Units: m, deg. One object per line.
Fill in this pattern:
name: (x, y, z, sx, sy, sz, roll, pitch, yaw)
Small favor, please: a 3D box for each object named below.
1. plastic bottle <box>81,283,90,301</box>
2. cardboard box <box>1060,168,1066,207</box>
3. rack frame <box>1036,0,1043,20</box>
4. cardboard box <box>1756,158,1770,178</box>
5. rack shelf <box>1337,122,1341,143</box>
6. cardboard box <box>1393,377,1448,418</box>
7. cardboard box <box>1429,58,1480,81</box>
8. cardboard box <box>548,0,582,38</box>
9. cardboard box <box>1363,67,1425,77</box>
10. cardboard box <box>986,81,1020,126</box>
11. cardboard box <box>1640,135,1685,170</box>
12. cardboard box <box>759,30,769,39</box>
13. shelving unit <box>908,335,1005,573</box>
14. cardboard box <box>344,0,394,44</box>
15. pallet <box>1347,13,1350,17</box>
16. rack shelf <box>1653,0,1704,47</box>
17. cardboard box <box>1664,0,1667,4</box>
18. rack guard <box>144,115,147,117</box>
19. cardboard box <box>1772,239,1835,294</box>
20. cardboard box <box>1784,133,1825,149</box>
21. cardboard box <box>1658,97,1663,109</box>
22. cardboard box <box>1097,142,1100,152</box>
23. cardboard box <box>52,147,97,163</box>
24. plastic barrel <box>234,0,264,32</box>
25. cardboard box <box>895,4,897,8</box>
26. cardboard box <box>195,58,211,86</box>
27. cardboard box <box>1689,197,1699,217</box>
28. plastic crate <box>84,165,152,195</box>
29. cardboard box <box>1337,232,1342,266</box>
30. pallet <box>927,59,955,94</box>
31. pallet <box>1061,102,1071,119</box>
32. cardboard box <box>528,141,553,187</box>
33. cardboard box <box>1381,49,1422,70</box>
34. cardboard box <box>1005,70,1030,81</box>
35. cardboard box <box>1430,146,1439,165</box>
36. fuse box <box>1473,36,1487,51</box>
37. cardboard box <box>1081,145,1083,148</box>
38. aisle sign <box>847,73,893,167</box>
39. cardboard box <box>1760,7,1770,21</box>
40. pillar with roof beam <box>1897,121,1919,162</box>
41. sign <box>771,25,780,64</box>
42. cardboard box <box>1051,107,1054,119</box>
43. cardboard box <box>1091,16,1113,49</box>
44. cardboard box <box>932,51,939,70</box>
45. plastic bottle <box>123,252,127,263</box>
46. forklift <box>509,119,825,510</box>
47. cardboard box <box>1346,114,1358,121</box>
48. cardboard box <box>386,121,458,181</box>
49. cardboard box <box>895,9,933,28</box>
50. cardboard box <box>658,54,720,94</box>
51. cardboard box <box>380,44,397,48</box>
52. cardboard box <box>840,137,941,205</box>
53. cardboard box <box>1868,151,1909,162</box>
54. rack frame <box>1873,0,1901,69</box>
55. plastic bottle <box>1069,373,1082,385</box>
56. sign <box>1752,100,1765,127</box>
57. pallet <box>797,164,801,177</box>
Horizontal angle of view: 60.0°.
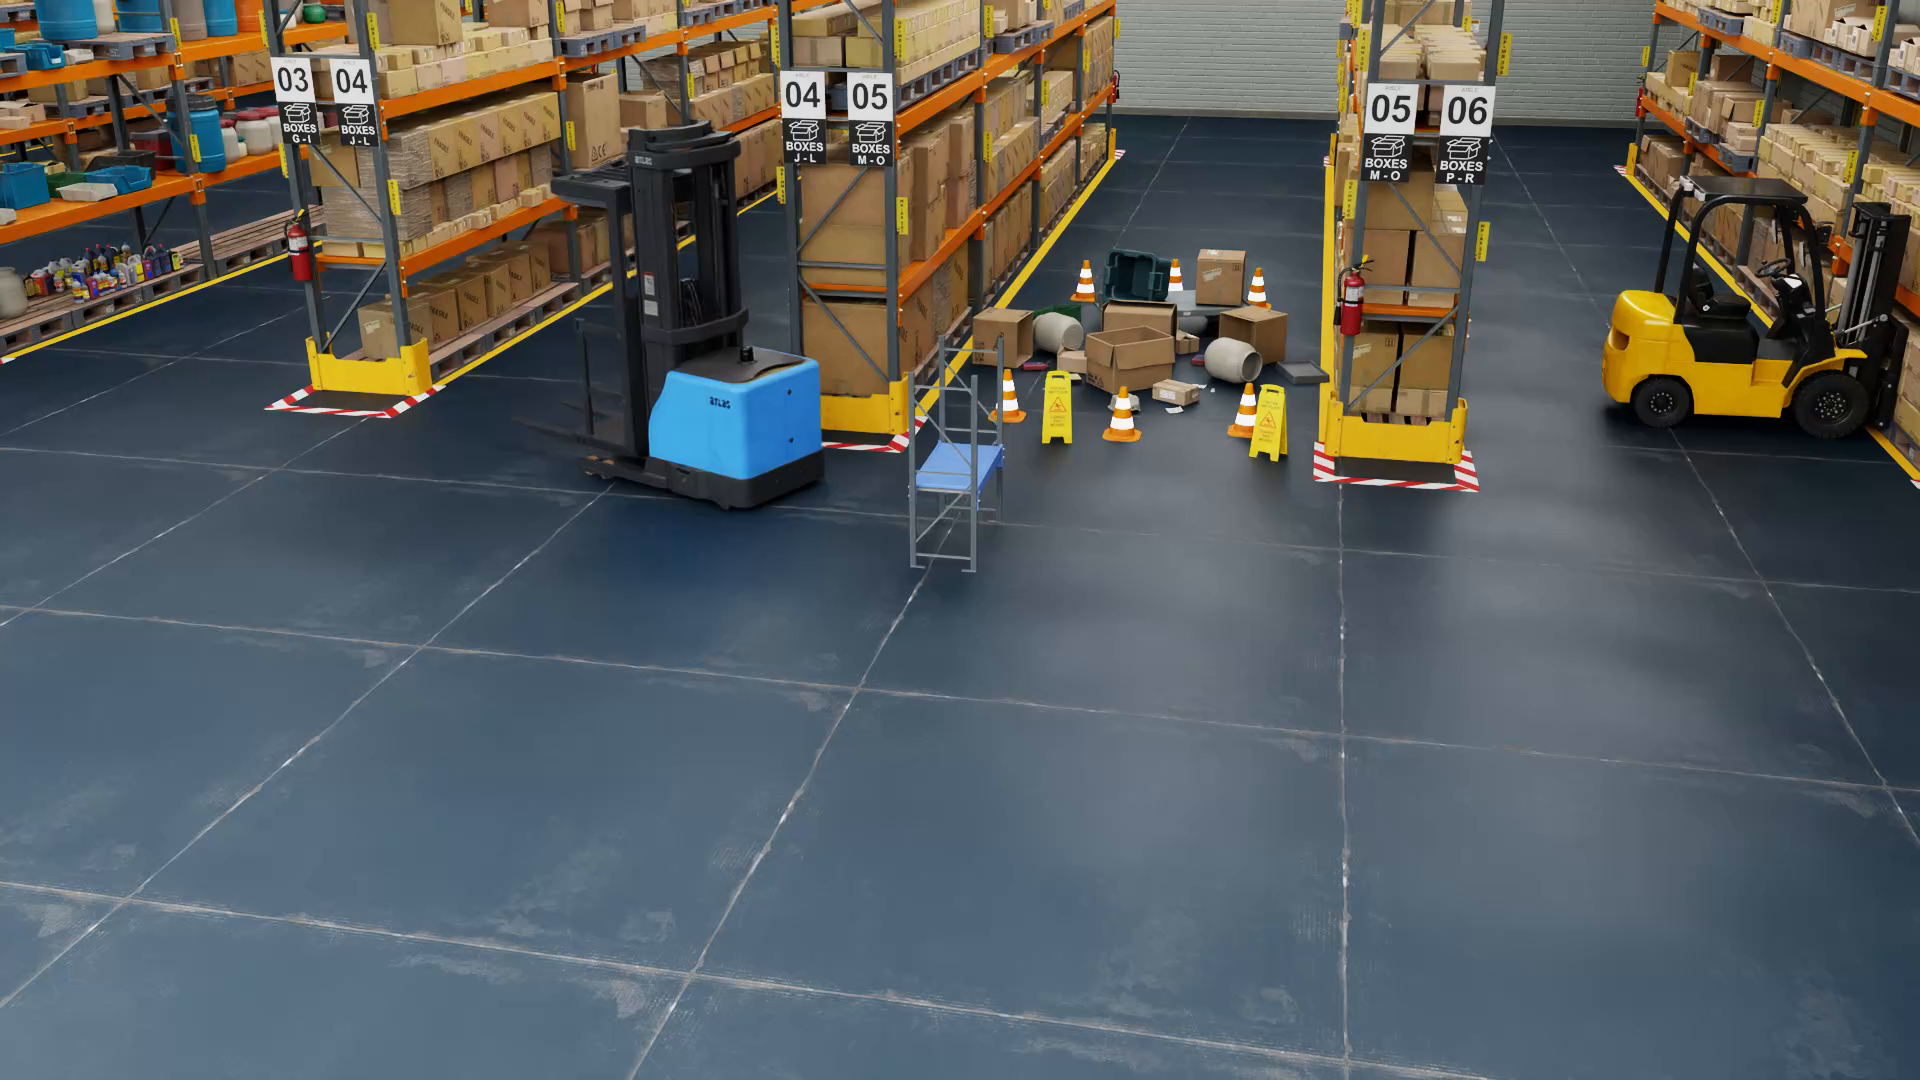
plastic bottle: (-10.040, -2.845, 19.059, 0.097, 0.201, 0.097, 0, 22, 0)
cardboard box: (1.278, -5.228, 24.603, 0.500, 0.500, 0.500, 4, 22, 10)
rack frame: (0.580, -8.177, 21.112, 1.000, 3.000, 0.127, 4, 22, 11)
cardboard box: (9.977, -4.464, 20.123, 0.500, 0.250, 0.500, 5, 22, 11)
rack shelf: (5.855, -5.452, 23.339, 1.077, 0.370, 4.000, 4, 22, 11)
cardboard box: (4.250, -1.322, 15.239, 0.500, 0.250, 0.500, 4, 22, 10)
cardboard box: (4.086, -3.888, 13.745, 0.380, 0.149, 0.250, 4, 22, 11)
cardboard box: (-4.878, -6.145, 19.381, 0.797, 0.503, 0.637, 3, 22, 8)
cardboard box: (3.772, -3.979, 14.505, 0.500, 0.250, 0.500, 4, 22, 10)
cardboard box: (0.377, -5.556, 21.162, 0.700, 0.500, 0.500, 4, 22, 10)
cardboard box: (11.722, -6.423, 27.567, 0.797, 0.503, 0.637, 4, 22, 9)
cardboard box: (-3.186, -8.624, 29.050, 0.500, 0.500, 0.500, 4, 22, 9)
shelving unit: (-0.017, -0.664, 12.496, 0.538, 1.500, 1.048, 4, 22, 11)
cardboard box: (-5.819, -5.278, 16.726, 0.500, 0.500, 0.500, 4, 22, 11)
pallet: (5.751, -7.007, 22.474, 1.003, 0.211, 1.213, 6, 23, 13)
rack shelf: (11.531, -7.929, 25.474, 1.077, 0.370, 4.000, 4, 22, 11)
cardboard box: (11.646, -8.779, 26.958, 0.380, 0.149, 0.250, 5, 22, 12)
rack guard: (-17.165, -8.718, 33.830, 1.175, 0.500, 0.348, 4, 22, 11)
cardboard box: (9.903, -3.058, 19.047, 0.875, 0.625, 0.625, 4, 22, 9)
cardboard box: (9.832, -4.640, 19.358, 0.380, 0.149, 0.250, 5, 22, 12)
cardboard box: (11.292, -6.920, 26.356, 0.380, 0.149, 0.250, 4, 22, 9)
cardboard box: (2.187, -6.735, 28.418, 0.380, 0.149, 0.250, 5, 22, 12)
cardboard box: (-13.991, -5.971, 26.421, 0.500, 0.500, 0.500, 5, 23, 13)
plastic barrel: (-9.617, -7.255, 22.262, 0.600, 0.830, 0.708, 4, 22, 11)
cardboard box: (-0.849, -5.337, 16.649, 0.380, 0.149, 0.250, 5, 22, 11)
cardboard box: (-13.285, -8.278, 29.258, 0.500, 0.500, 0.500, 5, 22, 12)
cardboard box: (10.705, -4.820, 23.591, 0.500, 0.500, 0.500, 4, 22, 10)
plastic crate: (-9.880, -4.230, 19.540, 0.499, 0.251, 0.616, 4, 22, 11)
cardboard box: (5.179, -3.554, 20.618, 0.950, 0.372, 0.625, 4, 22, 10)
pallet: (-0.664, -4.539, 16.212, 1.003, 0.211, 1.213, 4, 22, 11)
pallet: (1.098, -6.500, 25.235, 1.003, 0.211, 1.213, 4, 22, 11)
cardboard box: (-5.223, -4.371, 19.160, 0.875, 0.500, 0.500, 4, 22, 11)
cardboard box: (3.821, -4.194, 14.507, 0.380, 0.149, 0.250, 5, 22, 11)
cardboard box: (0.866, -7.103, 25.452, 0.380, 0.149, 0.250, 6, 23, 14)
cardboard box: (5.007, -4.120, 17.974, 0.500, 0.500, 0.500, 5, 22, 12)
fuse box: (10.234, -9.233, 33.488, 0.539, 1.711, 0.414, 4, 22, 11)
cardboard box: (1.787, -6.309, 26.960, 0.380, 0.149, 0.250, 4, 22, 10)
aisle sign: (-0.773, -3.626, 14.362, 0.394, 0.787, 0.004, 4, 22, 11)
cardboard box: (10.302, -6.614, 20.912, 0.380, 0.149, 0.250, 4, 22, 11)
pillar with roof beam: (6.709, -7.243, 18.791, 9.100, 9.000, 0.400, 4, 22, 11)
sign: (-1.581, -4.281, 14.373, 0.100, 0.325, 0.005, 4, 22, 11)
cardboard box: (1.138, -6.106, 23.774, 0.380, 0.149, 0.250, 5, 22, 12)
cardboard box: (2.363, -8.782, 28.774, 0.500, 0.500, 0.500, 4, 22, 10)
cardboard box: (-0.411, -4.547, 15.755, 0.380, 0.149, 0.250, 4, 22, 11)
plastic bottle: (-10.435, -3.510, 20.711, 0.097, 0.201, 0.097, 0, 22, 0)
forklift: (-2.637, -2.018, 13.942, 3.031, 2.935, 1.130, 15, 26, 32)
cardboard box: (4.328, -4.095, 17.136, 0.700, 0.500, 0.500, 4, 22, 10)
cardboard box: (-5.399, -3.895, 16.639, 0.500, 0.500, 0.500, 4, 22, 11)
cardboard box: (-0.464, -4.824, 15.375, 0.380, 0.149, 0.250, 4, 22, 10)
cardboard box: (-3.954, -6.826, 24.310, 0.797, 0.503, 0.637, 5, 22, 12)
cardboard box: (-5.819, -4.885, 16.620, 0.380, 0.149, 0.250, 5, 22, 12)
cardboard box: (-0.669, -3.575, 16.068, 0.875, 0.550, 0.550, 4, 22, 11)
cardboard box: (10.084, -4.136, 18.106, 0.380, 0.149, 0.250, 4, 22, 11)
rack frame: (9.490, -5.997, 15.699, 1.000, 3.000, 0.127, 4, 22, 11)
plastic bottle: (1.144, -1.635, 16.831, 0.133, 0.061, 0.283, -3, 22, -8)
sign: (9.774, -5.215, 20.344, 0.100, 0.325, 0.005, 4, 22, 11)
pallet: (-3.207, -6.251, 28.093, 1.003, 0.211, 1.213, 4, 22, 11)
